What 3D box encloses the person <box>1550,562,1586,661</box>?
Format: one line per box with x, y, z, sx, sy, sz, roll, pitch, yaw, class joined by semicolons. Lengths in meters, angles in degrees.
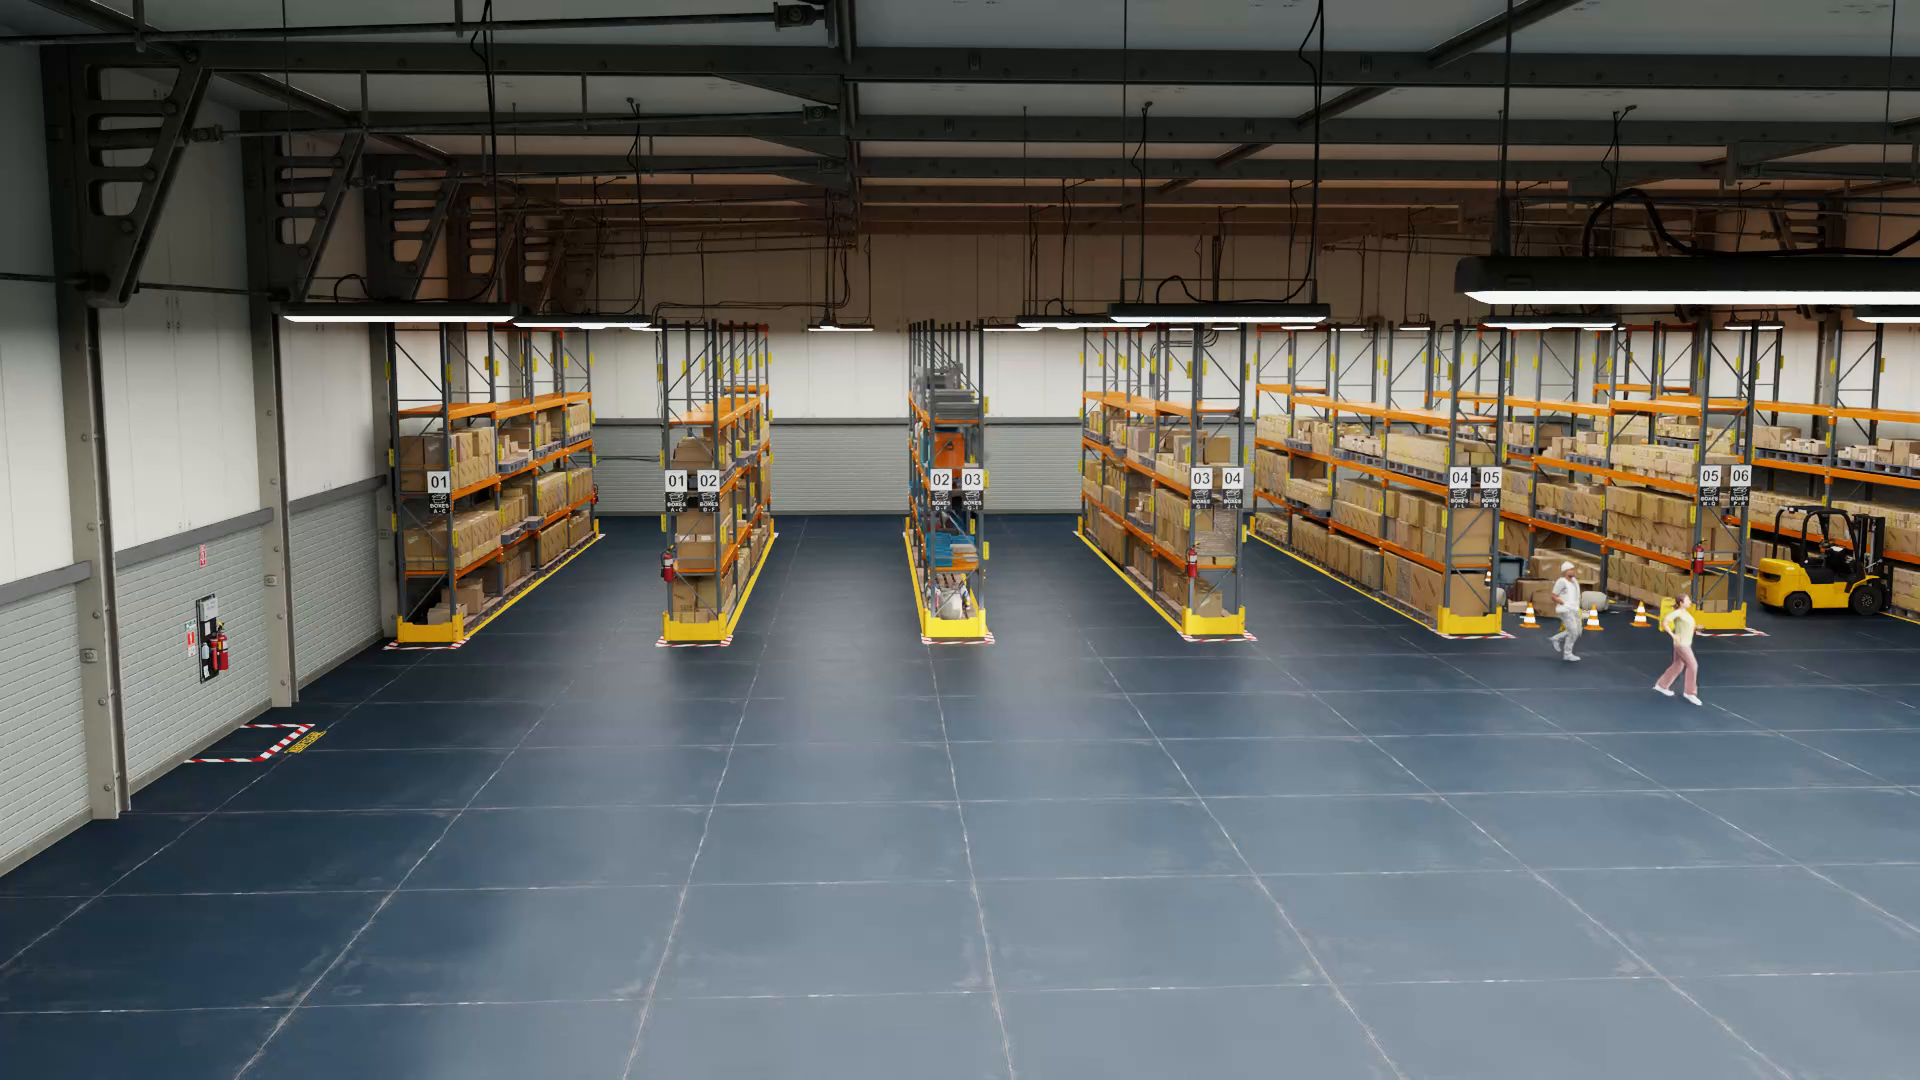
10.680;1.248;29.318;0.682;1.732;0.634;-6;9;-41;person

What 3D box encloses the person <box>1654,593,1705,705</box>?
11.266;1.682;25.997;0.742;1.719;0.563;5;9;35;person

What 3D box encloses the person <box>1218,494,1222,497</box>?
7.667;-1.070;48.826;0.564;1.614;0.803;-6;10;-42;person
